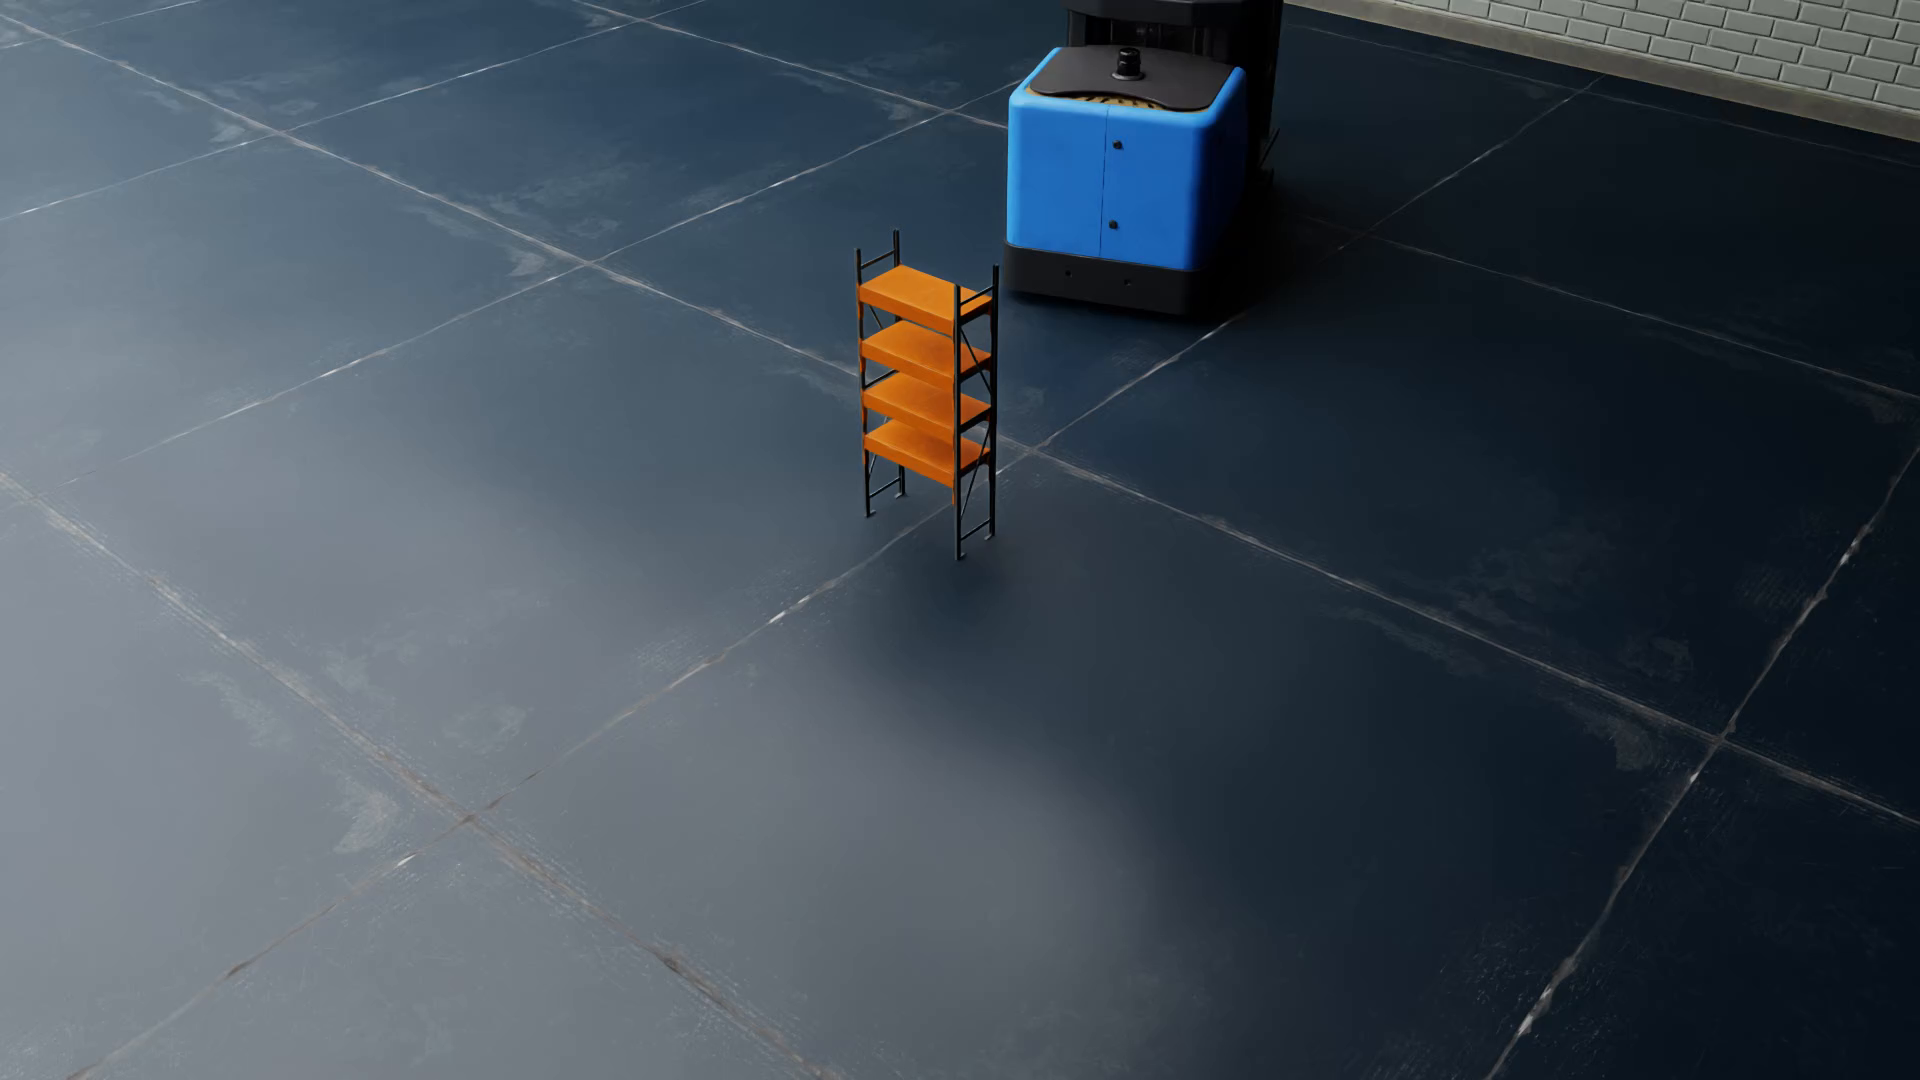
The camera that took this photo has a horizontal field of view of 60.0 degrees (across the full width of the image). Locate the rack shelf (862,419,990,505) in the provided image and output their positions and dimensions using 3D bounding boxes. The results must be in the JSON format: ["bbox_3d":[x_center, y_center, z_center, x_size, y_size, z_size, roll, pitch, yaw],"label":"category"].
[{"bbox_3d":[-0.127,-0.335,6.648,0.480,0.148,0.258,25,42,32],"label":"rack shelf"}]

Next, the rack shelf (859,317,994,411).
[{"bbox_3d":[-0.127,-0.683,6.409,0.480,0.148,0.258,25,42,32],"label":"rack shelf"}]

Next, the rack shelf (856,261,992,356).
[{"bbox_3d":[-0.127,-0.878,6.275,0.480,0.148,0.258,25,42,32],"label":"rack shelf"}]

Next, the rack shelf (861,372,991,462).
[{"bbox_3d":[-0.127,-0.499,6.536,0.480,0.148,0.258,25,42,32],"label":"rack shelf"}]

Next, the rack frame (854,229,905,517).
[{"bbox_3d":[-0.315,-0.643,6.626,0.015,1.200,0.240,25,42,32],"label":"rack frame"}]

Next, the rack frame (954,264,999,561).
[{"bbox_3d":[0.060,-0.466,6.369,0.015,1.200,0.240,25,42,32],"label":"rack frame"}]

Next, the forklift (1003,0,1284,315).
[{"bbox_3d":[1.181,-3.152,8.750,1.130,2.935,3.031,11,36,16],"label":"forklift"}]

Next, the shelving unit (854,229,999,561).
[{"bbox_3d":[-0.127,-0.555,6.498,0.503,1.200,0.258,25,42,32],"label":"shelving unit"}]
